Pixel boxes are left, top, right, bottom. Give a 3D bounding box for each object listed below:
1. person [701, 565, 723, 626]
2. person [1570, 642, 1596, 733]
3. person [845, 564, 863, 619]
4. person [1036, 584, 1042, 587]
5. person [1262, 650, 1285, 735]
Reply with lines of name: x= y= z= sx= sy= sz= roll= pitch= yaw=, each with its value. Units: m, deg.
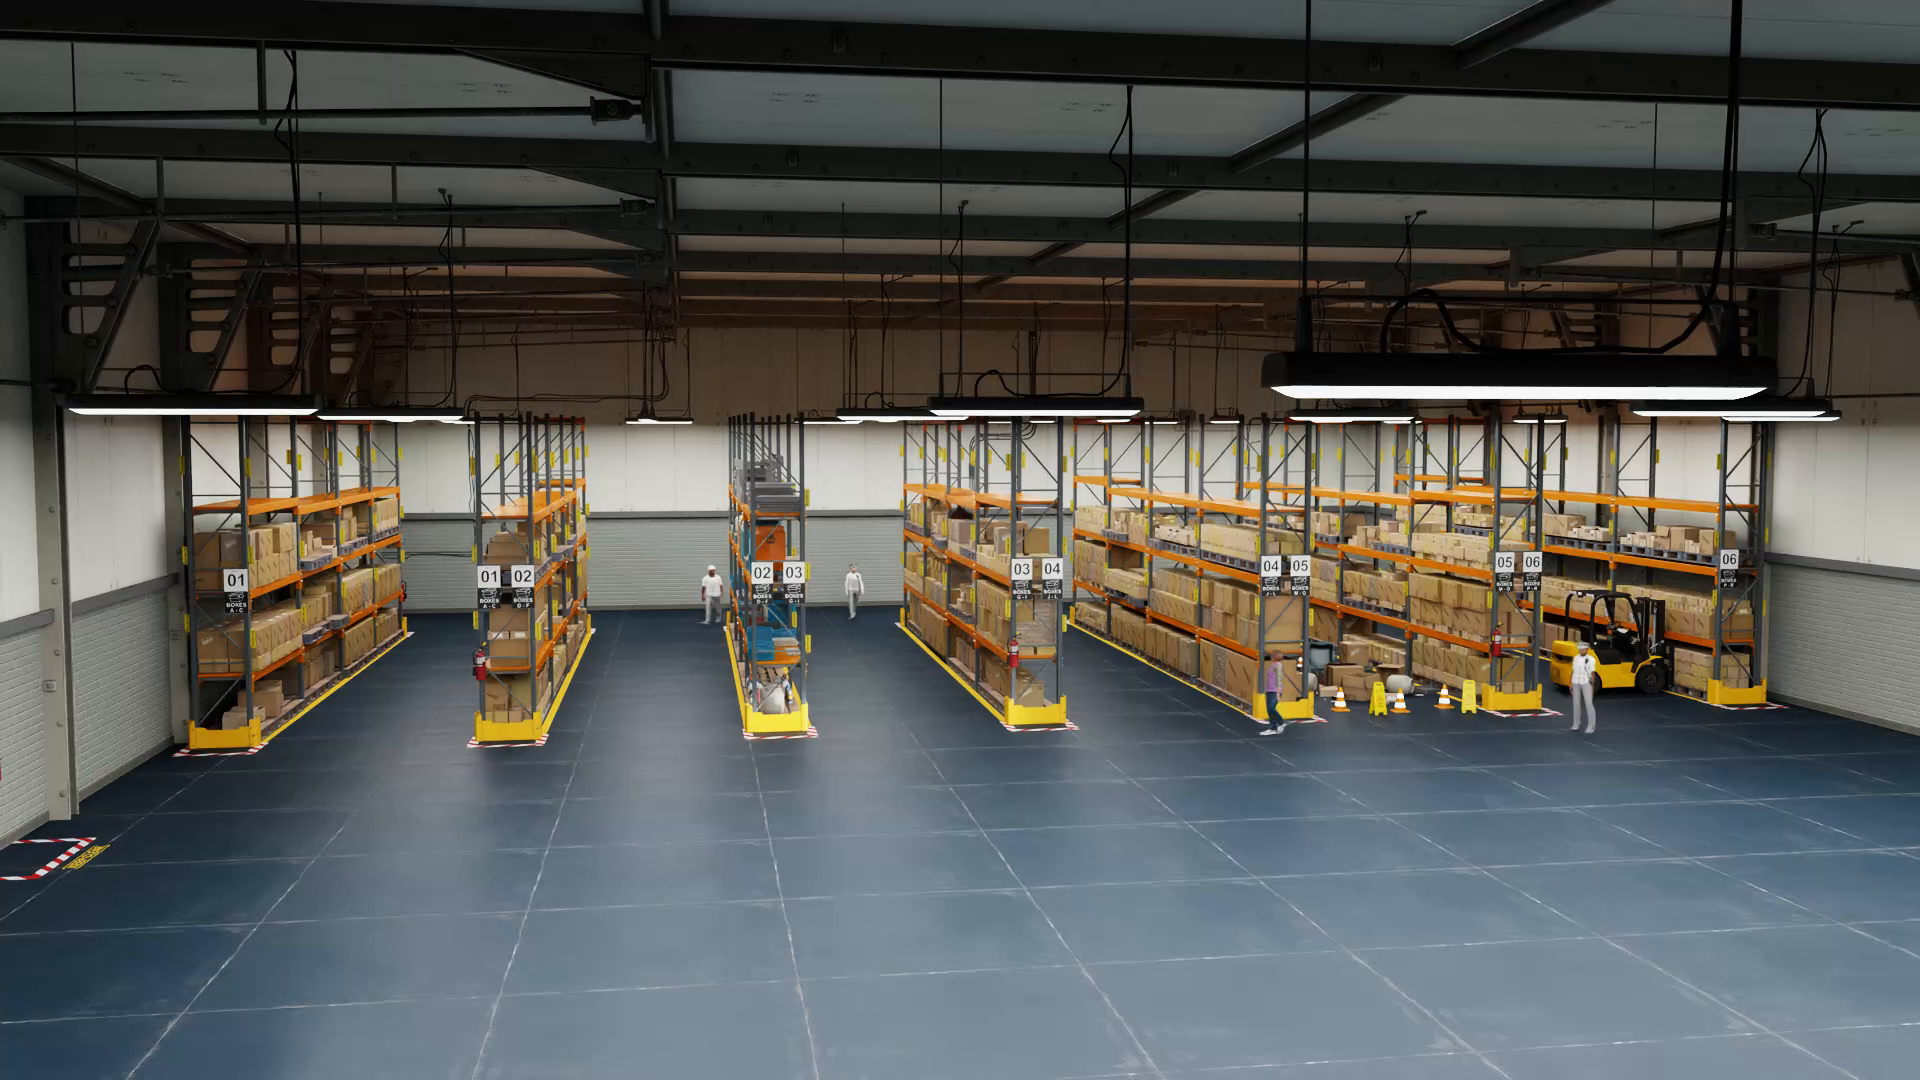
person: x=-7.154 y=1.595 z=48.035 sx=0.661 sy=1.723 sz=1.064 roll=0 pitch=4 yaw=1
person: x=11.750 y=2.771 z=31.371 sx=0.419 sy=1.692 sz=0.515 roll=-3 pitch=5 yaw=-42
person: x=-3.149 y=1.510 z=49.609 sx=0.510 sy=1.631 sz=1.006 roll=-1 pitch=4 yaw=-13
person: x=2.192 y=1.616 z=48.097 sx=0.478 sy=1.654 sz=0.473 roll=0 pitch=4 yaw=5
person: x=5.817 y=2.821 z=30.772 sx=0.419 sy=1.592 sz=0.439 roll=-3 pitch=5 yaw=-33
